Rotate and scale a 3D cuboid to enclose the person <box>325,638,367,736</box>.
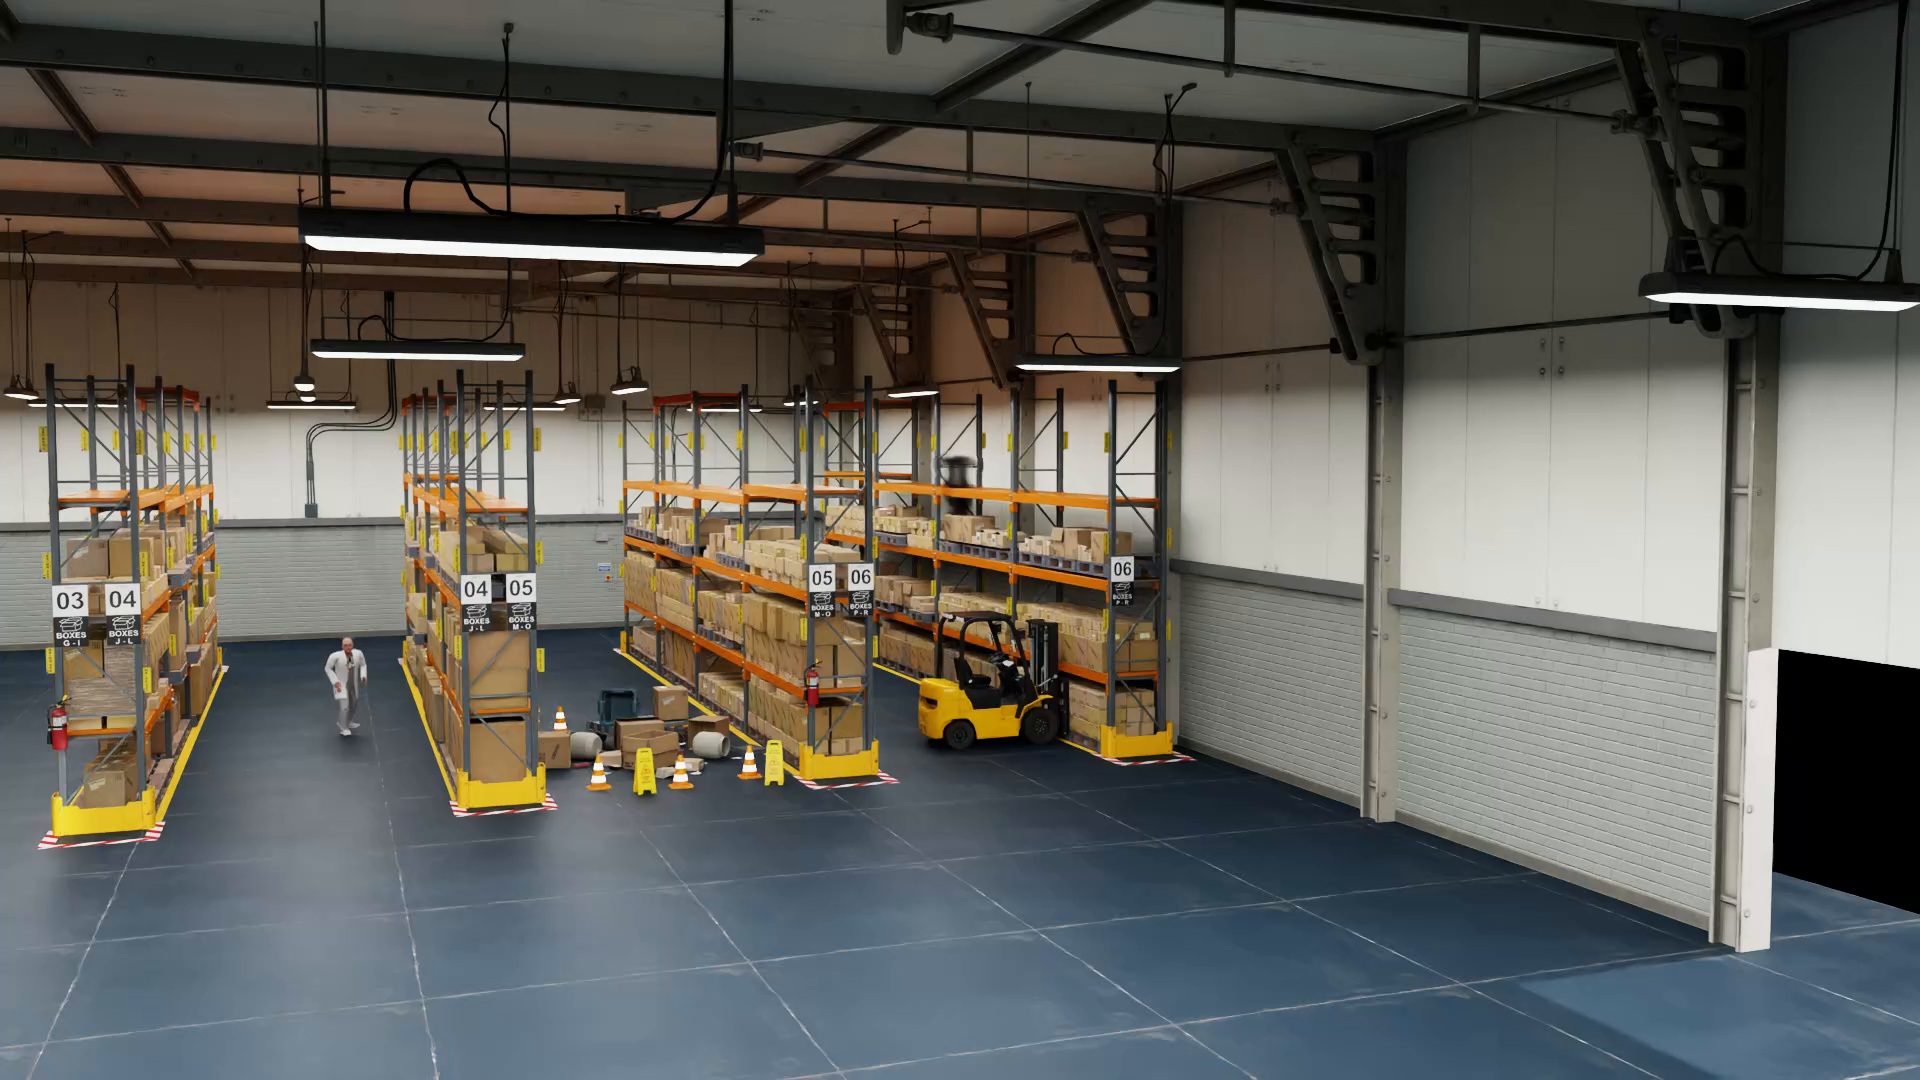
[{"bbox_3d":[-10.522,2.491,28.513,0.925,1.694,0.740,3,4,42],"label":"person"}]
